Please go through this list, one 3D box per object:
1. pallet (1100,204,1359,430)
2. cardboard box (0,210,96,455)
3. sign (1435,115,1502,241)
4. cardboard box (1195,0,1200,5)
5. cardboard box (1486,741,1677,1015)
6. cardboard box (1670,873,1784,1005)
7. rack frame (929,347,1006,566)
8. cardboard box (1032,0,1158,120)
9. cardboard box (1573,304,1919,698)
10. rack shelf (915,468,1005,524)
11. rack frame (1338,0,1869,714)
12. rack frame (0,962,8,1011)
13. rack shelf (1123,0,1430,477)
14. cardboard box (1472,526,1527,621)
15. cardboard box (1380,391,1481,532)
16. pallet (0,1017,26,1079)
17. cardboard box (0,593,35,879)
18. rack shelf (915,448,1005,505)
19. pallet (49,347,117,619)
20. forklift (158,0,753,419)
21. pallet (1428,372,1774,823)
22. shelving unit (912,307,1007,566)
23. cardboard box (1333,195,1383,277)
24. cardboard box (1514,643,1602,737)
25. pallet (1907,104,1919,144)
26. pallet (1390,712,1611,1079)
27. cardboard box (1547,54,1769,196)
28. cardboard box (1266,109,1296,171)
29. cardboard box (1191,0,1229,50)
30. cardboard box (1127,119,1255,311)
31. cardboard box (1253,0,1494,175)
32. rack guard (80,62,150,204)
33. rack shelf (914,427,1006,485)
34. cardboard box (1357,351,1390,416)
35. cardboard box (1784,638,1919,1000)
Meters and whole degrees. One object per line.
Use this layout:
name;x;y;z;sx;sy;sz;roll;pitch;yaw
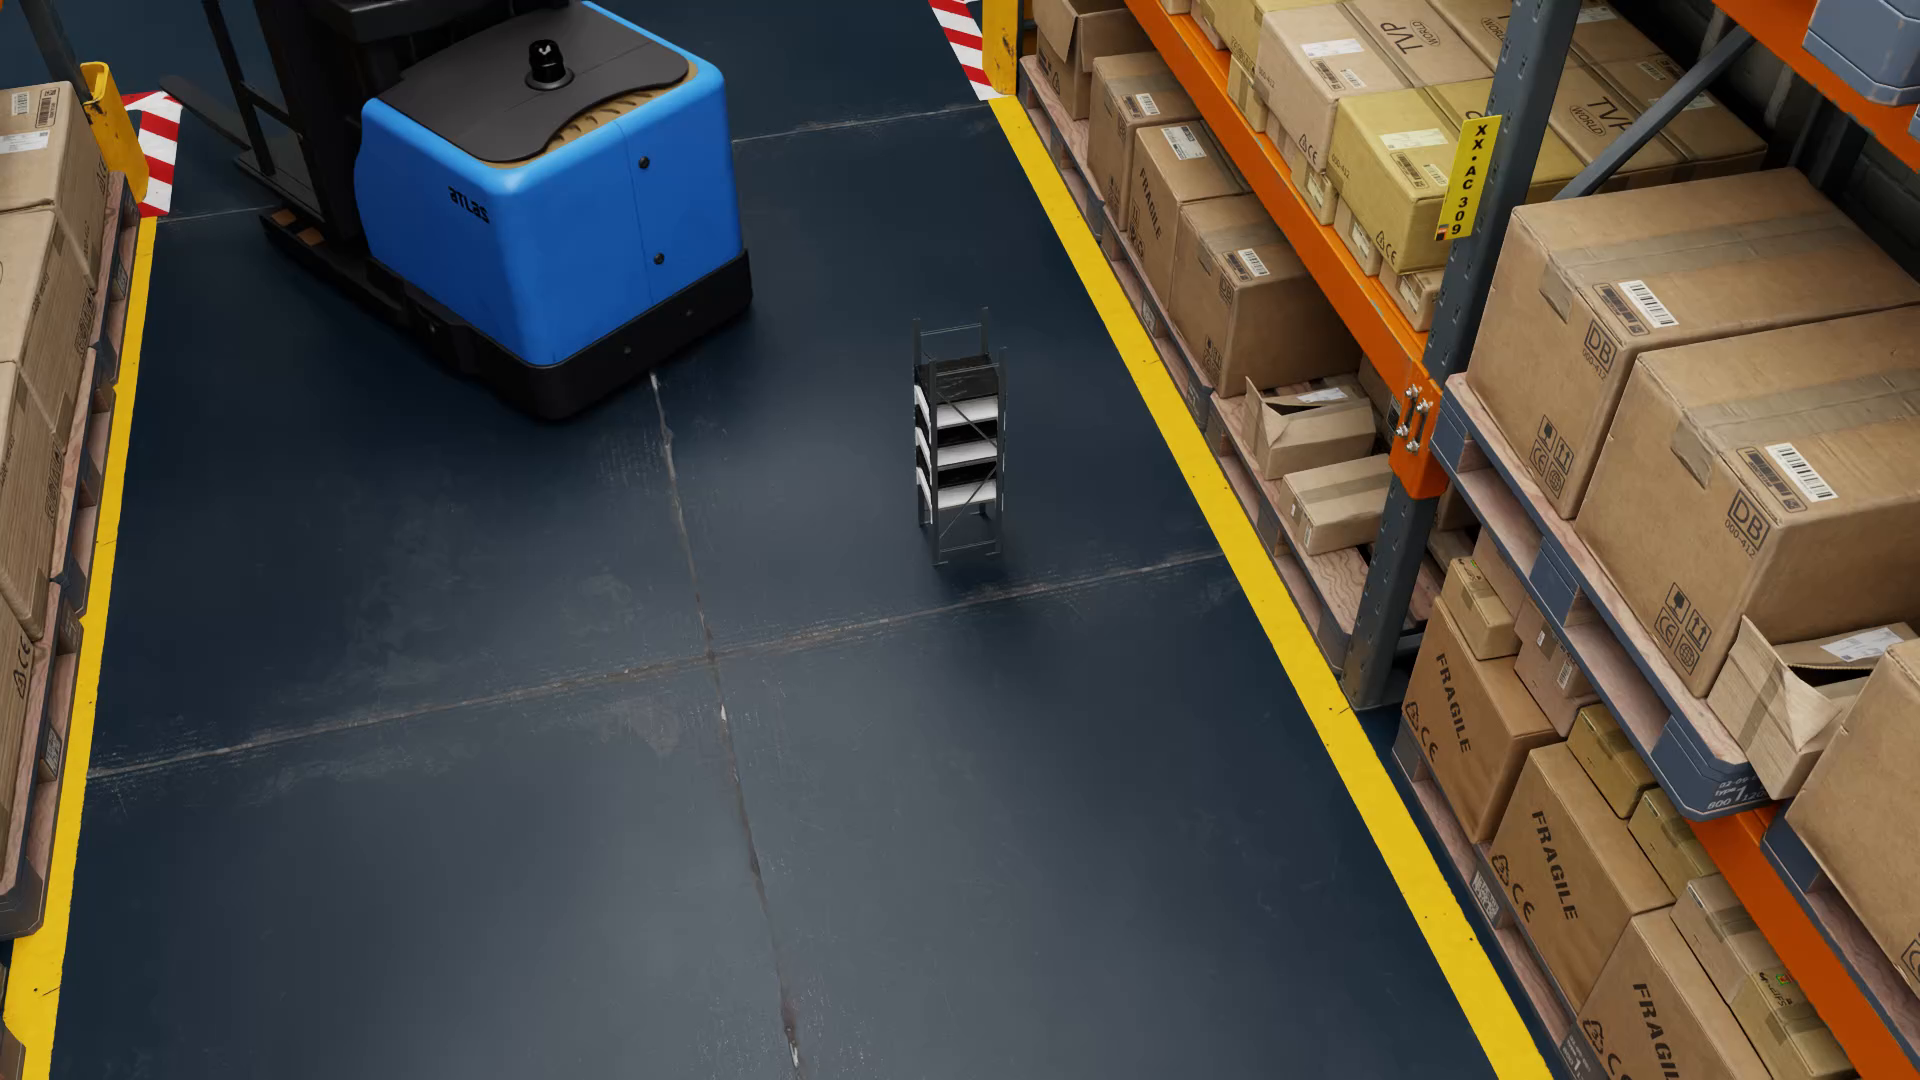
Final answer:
pallet;1.214;-0.981;6.564;1.003;0.211;1.213;-11;47;-10
cardboard box;-3.609;-0.673;5.809;0.875;0.438;0.875;-10;46;-9
sign;1.182;-0.838;3.865;0.100;0.325;0.005;-11;47;-10
cardboard box;0.950;-2.043;5.549;0.500;0.250;0.500;-12;47;-11
cardboard box;1.757;0.830;4.293;0.500;0.500;0.500;-11;47;-11
cardboard box;1.873;0.876;3.793;0.380;0.149;0.250;-11;47;-10
rack frame;0.024;-0.250;5.365;0.240;0.900;0.006;-11;47;-10
cardboard box;0.745;-2.234;7.293;0.797;0.503;0.637;-12;47;-12
cardboard box;1.745;-0.089;3.373;0.700;0.500;0.500;-10;46;-10
rack shelf;-0.002;-0.171;5.586;0.258;0.077;0.200;-11;47;-10
rack frame;1.704;-0.639;4.276;1.000;3.000;0.127;-11;47;-10
rack frame;-3.093;0.271;3.384;1.000;3.000;0.127;-11;47;-10
rack shelf;1.192;-1.768;5.886;1.077;0.370;4.000;-11;47;-10
cardboard box;1.598;0.043;4.401;0.380;0.149;0.250;-11;47;-11
cardboard box;1.764;-0.344;5.576;0.500;0.311;0.500;-9;46;-9
pallet;-2.822;1.766;3.872;1.003;0.211;1.213;-11;47;-10
cardboard box;-3.150;0.568;4.593;0.875;0.438;0.875;-11;47;-11
rack shelf;-0.002;-0.234;5.522;0.258;0.077;0.200;-11;47;-10
pallet;-3.528;-0.136;5.736;1.003;0.211;1.213;-11;47;-10
forklift;-2.254;-2.389;6.039;3.031;2.935;1.130;33;54;28
pallet;1.804;0.000;3.784;1.003;0.211;1.213;-11;47;-10
shelving unit;-0.002;-0.321;5.434;0.258;0.900;0.210;-11;47;-10
cardboard box;1.291;-0.901;4.709;0.380;0.149;0.250;-10;46;-9
cardboard box;1.685;0.335;4.323;0.380;0.149;0.250;-12;47;-11
pallet;2.072;-0.445;2.117;1.213;0.211;1.003;-11;47;-10
pallet;1.949;0.892;4.729;1.003;0.211;1.213;-11;47;-10
cardboard box;1.839;-1.082;4.607;0.500;0.250;0.500;-11;47;-11
cardboard box;1.160;-1.262;5.062;0.380;0.149;0.250;-10;46;-9
cardboard box;1.001;-1.794;5.584;0.380;0.149;0.250;-11;47;-10
cardboard box;0.965;-1.253;6.334;0.500;0.500;0.500;-10;46;-10
cardboard box;1.196;-1.341;4.861;0.500;0.250;0.500;-11;47;-10
rack guard;-4.123;-1.632;7.000;1.175;0.500;0.348;-11;47;-10
rack shelf;-0.002;-0.297;5.458;0.258;0.077;0.200;-11;47;-10
cardboard box;1.653;-0.587;5.927;0.380;0.149;0.250;-11;47;-11
cardboard box;1.946;0.453;2.842;0.700;0.500;0.500;-11;47;-11
